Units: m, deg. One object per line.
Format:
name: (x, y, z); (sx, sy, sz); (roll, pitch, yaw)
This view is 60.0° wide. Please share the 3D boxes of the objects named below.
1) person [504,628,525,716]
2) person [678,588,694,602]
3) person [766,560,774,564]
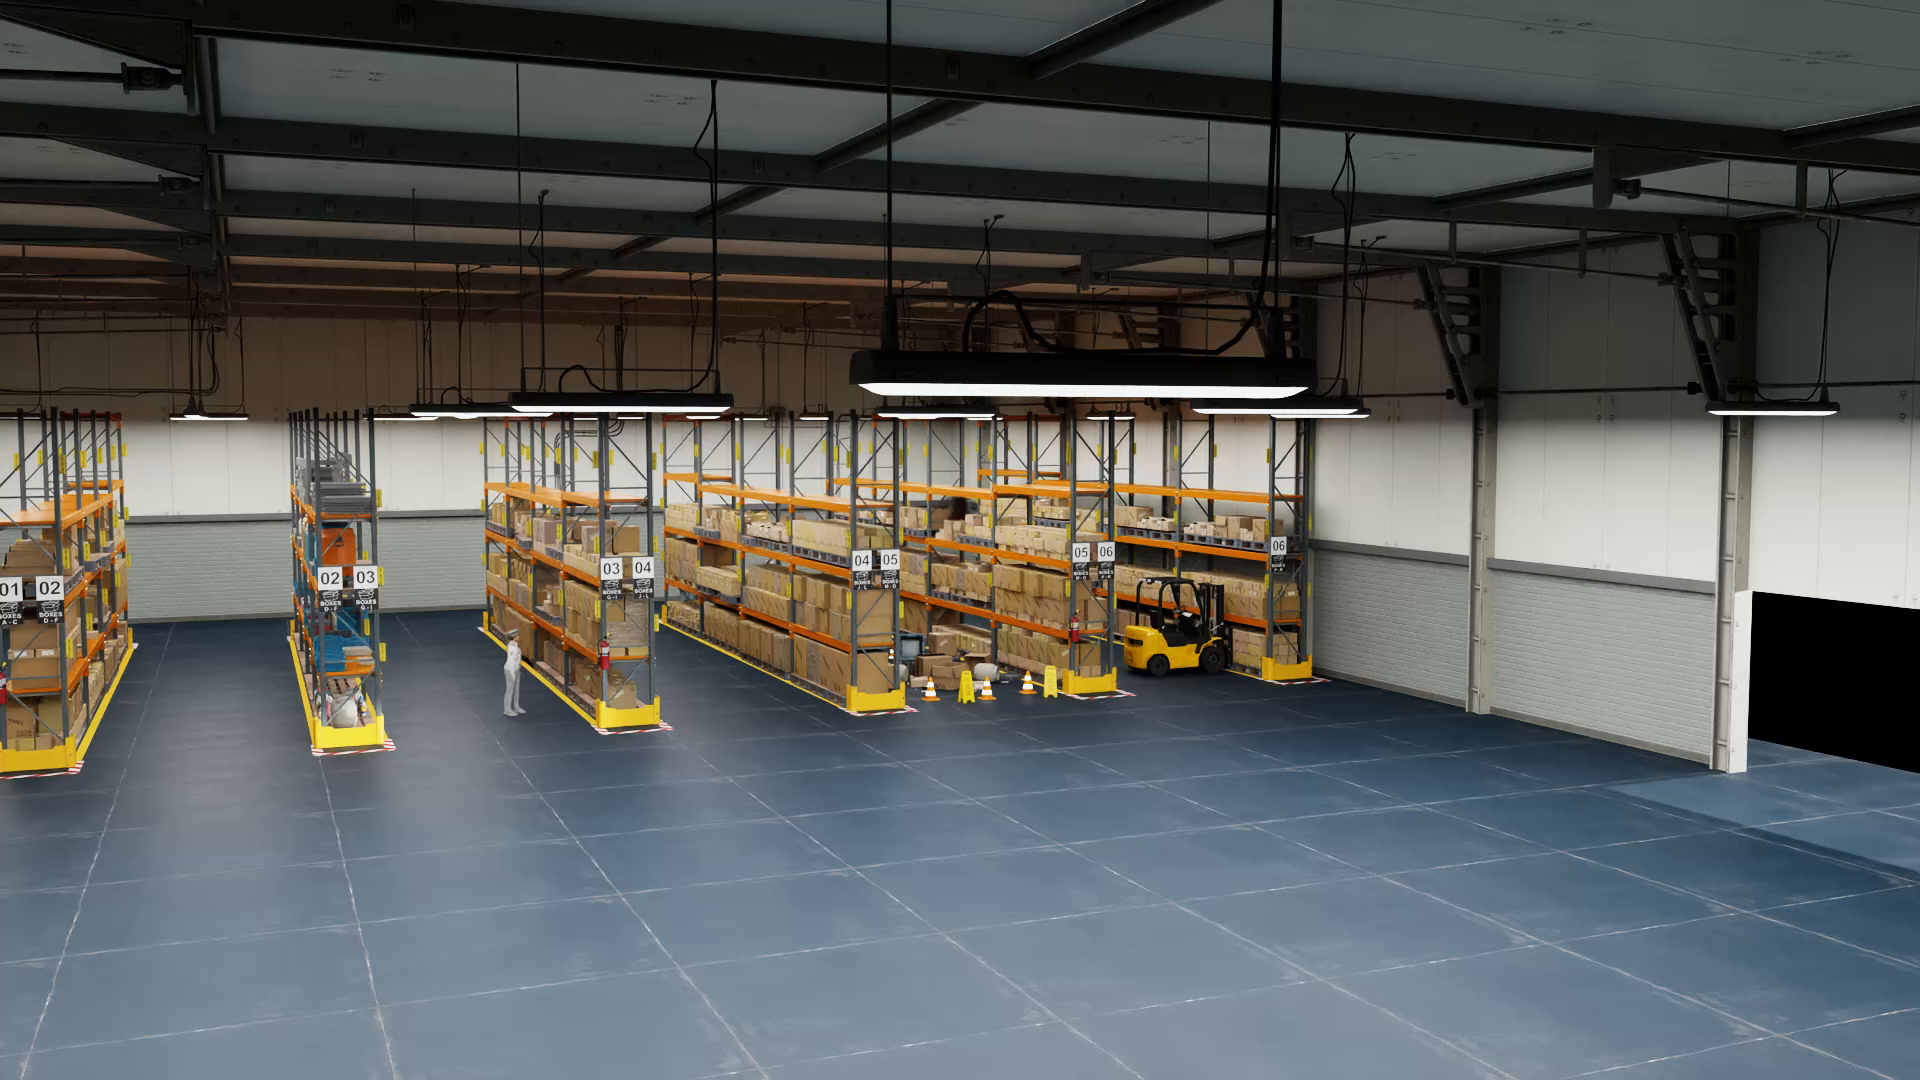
person: (-8.785, 2.589, 32.736); (0.371, 1.703, 0.572); (0, 4, -1)
person: (-8.105, 1.381, 49.546); (0.622, 1.782, 0.458); (0, 4, -6)
person: (-5.416, 1.452, 48.176); (0.531, 1.791, 0.582); (-2, 4, -27)
